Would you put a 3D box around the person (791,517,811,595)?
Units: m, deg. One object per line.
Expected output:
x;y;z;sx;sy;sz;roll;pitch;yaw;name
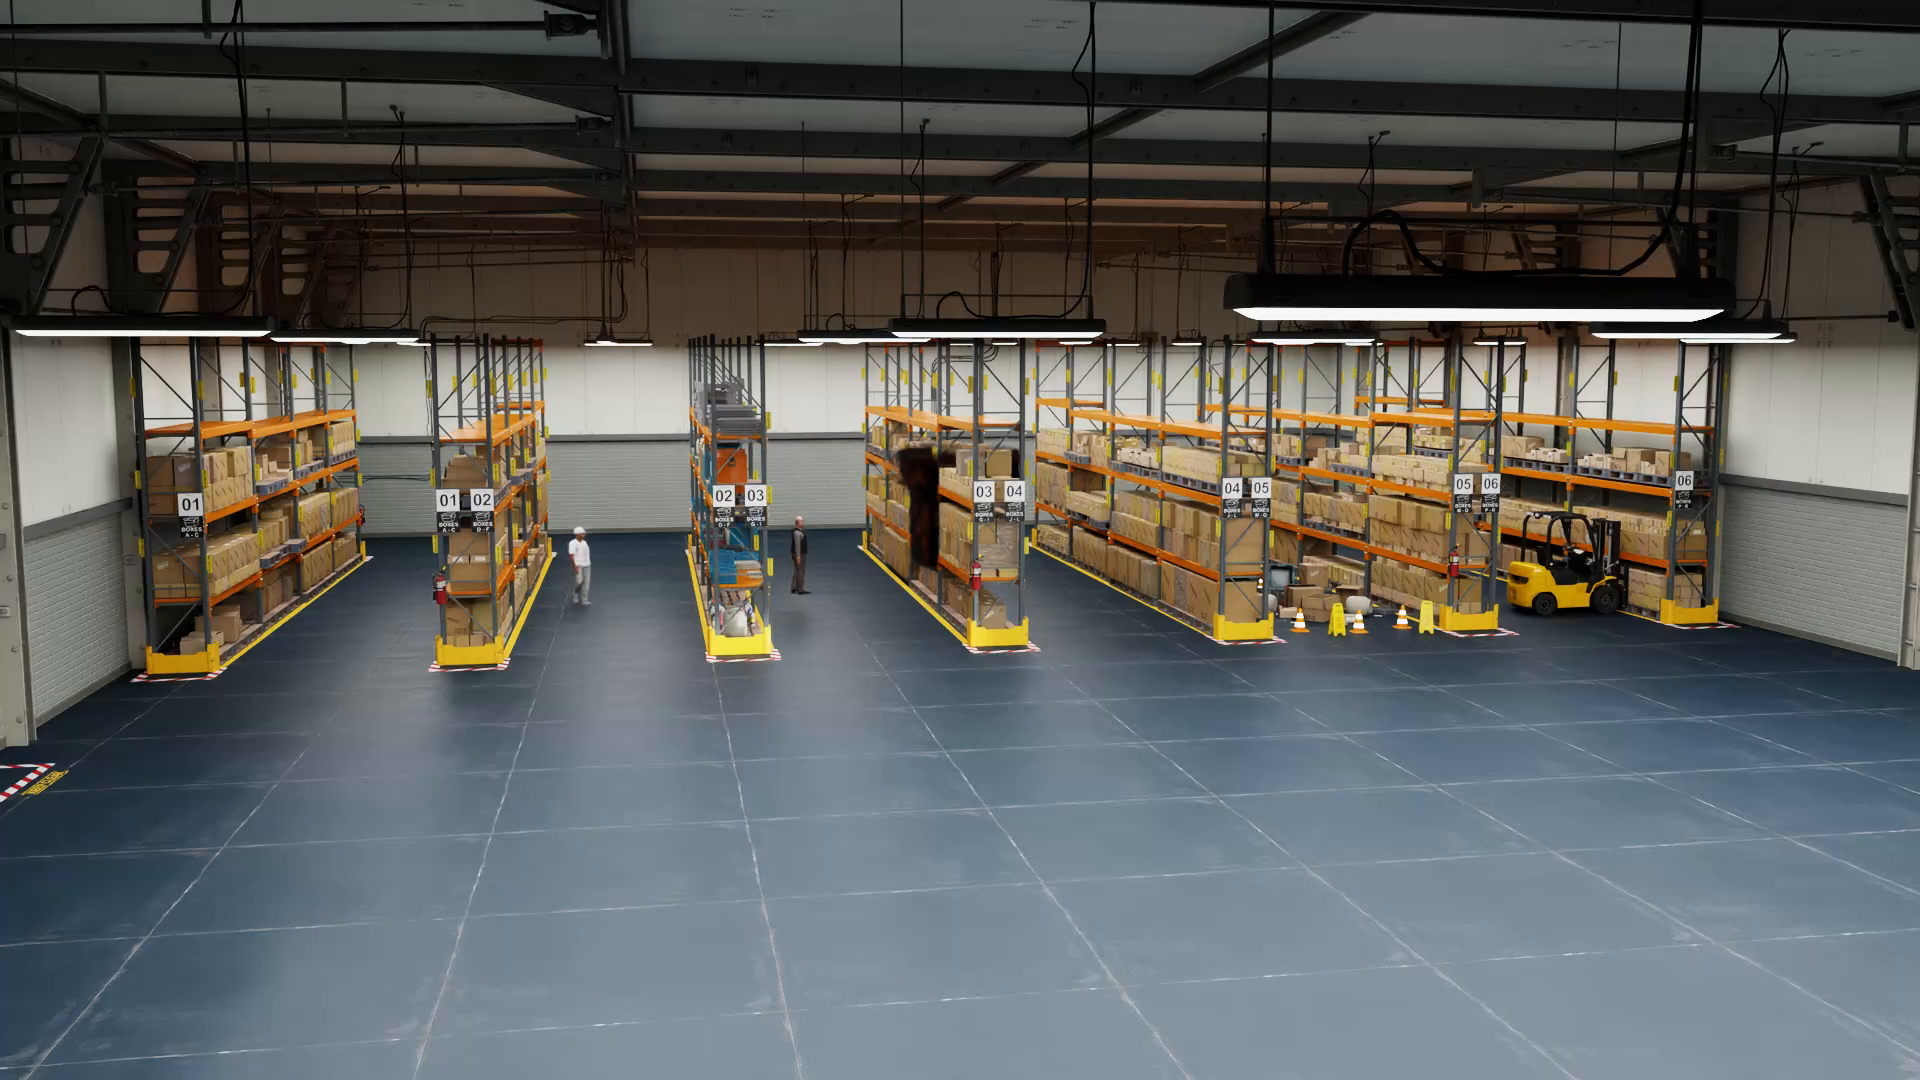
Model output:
-3.553;0.350;36.901;0.413;1.754;0.556;-3;7;-25;person

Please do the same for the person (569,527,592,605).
-8.490;0.583;37.358;0.548;1.757;0.599;6;9;43;person

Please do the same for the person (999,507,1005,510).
1.196;-0.812;49.583;0.644;1.738;1.134;1;7;12;person
